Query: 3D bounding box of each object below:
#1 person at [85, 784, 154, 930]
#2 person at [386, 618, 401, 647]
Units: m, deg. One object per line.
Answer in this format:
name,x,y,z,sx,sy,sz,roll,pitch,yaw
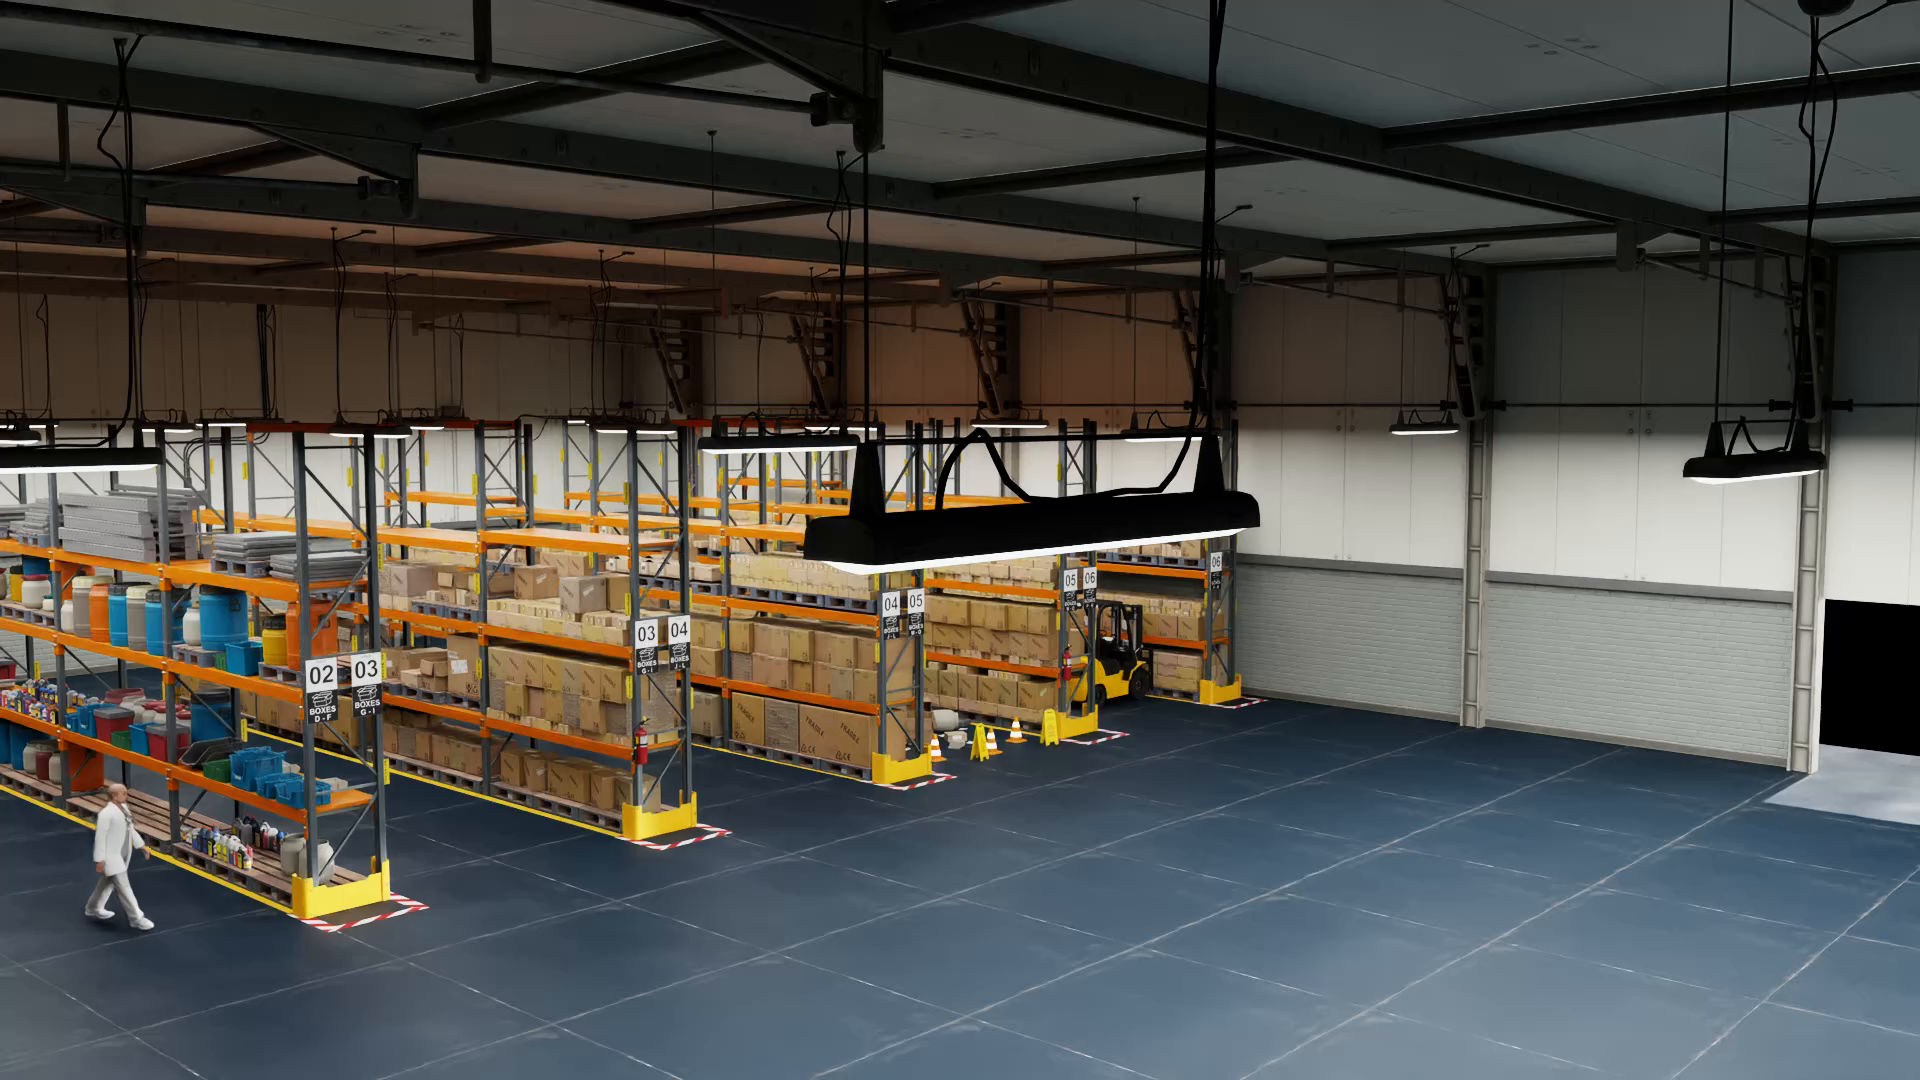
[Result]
person,-10.169,3.793,20.126,1.141,1.709,0.681,1,5,15
person,-14.190,2.208,41.765,0.439,1.410,0.537,-1,5,-11
